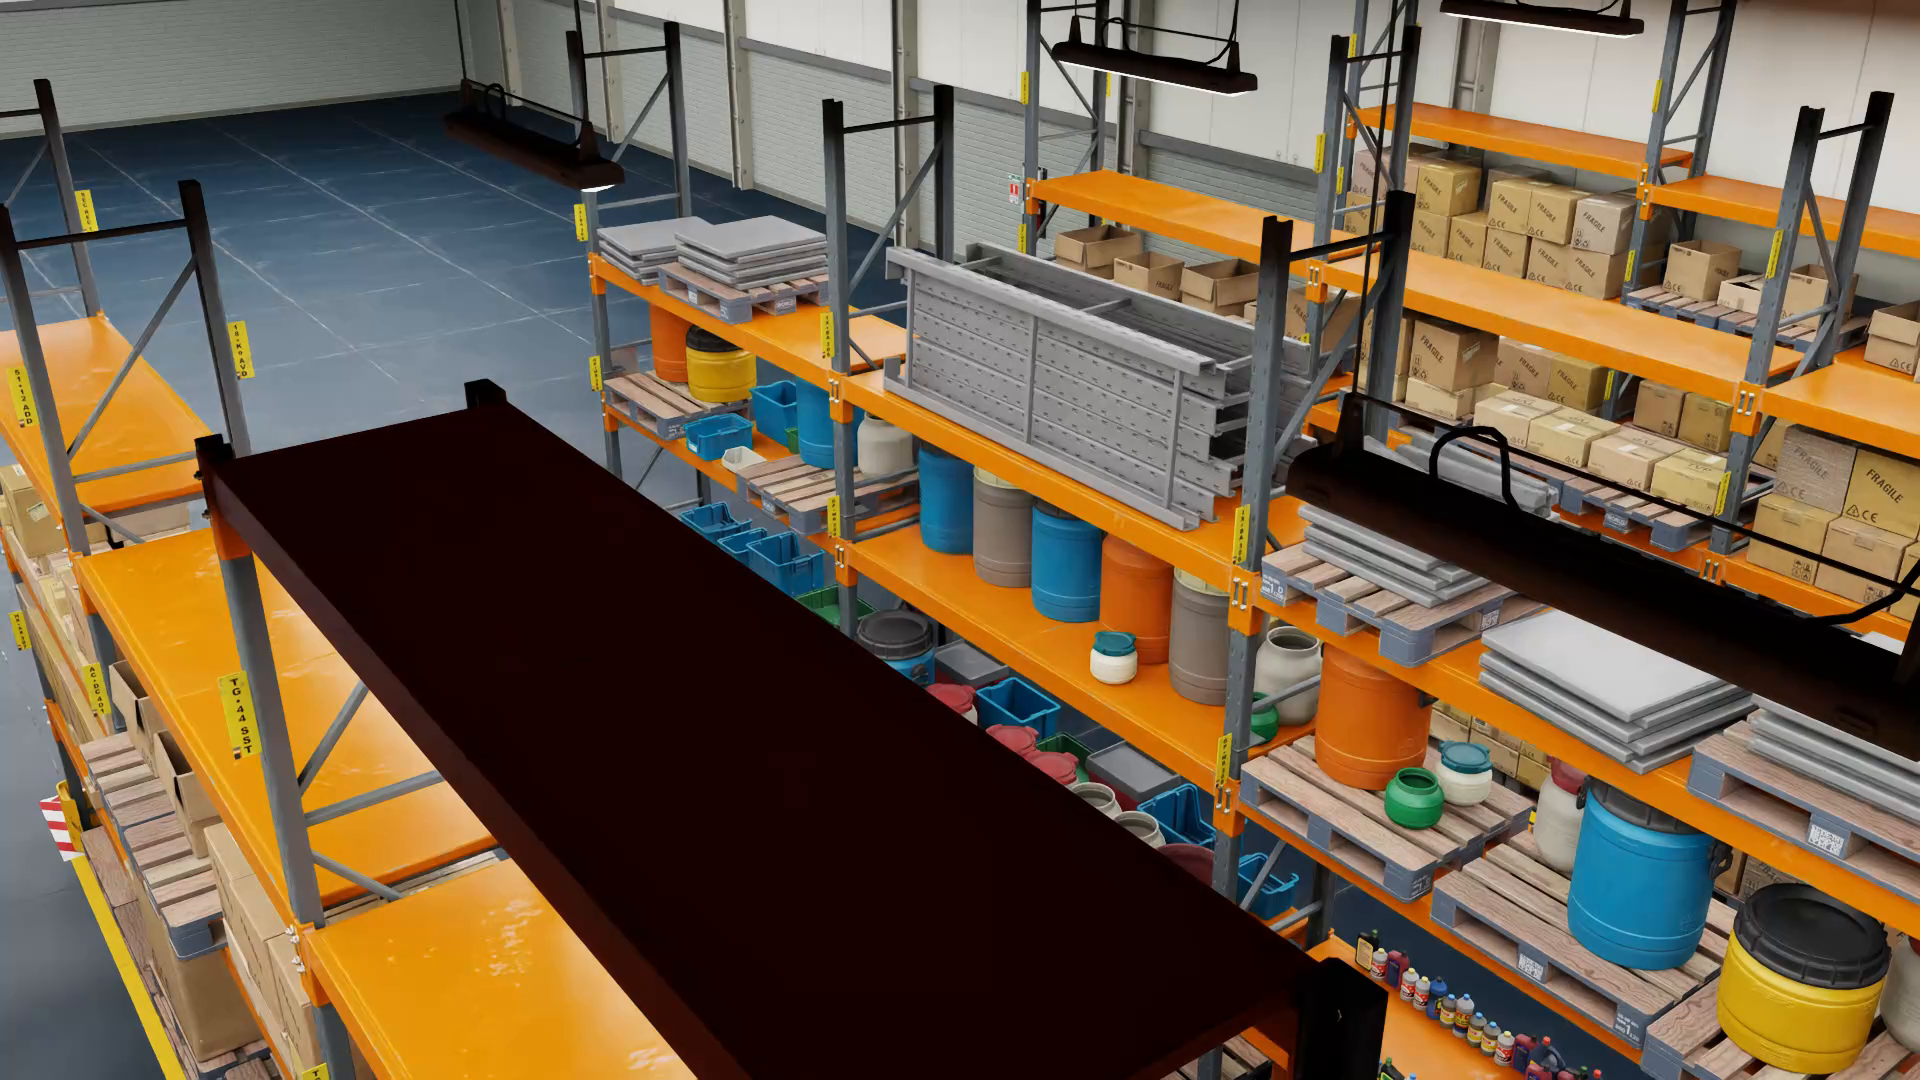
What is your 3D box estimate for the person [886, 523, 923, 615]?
[{"bbox_3d":[-0.497,0.094,16.864,0.549,1.638,0.534,-20,32,-37],"label":"person"}]
